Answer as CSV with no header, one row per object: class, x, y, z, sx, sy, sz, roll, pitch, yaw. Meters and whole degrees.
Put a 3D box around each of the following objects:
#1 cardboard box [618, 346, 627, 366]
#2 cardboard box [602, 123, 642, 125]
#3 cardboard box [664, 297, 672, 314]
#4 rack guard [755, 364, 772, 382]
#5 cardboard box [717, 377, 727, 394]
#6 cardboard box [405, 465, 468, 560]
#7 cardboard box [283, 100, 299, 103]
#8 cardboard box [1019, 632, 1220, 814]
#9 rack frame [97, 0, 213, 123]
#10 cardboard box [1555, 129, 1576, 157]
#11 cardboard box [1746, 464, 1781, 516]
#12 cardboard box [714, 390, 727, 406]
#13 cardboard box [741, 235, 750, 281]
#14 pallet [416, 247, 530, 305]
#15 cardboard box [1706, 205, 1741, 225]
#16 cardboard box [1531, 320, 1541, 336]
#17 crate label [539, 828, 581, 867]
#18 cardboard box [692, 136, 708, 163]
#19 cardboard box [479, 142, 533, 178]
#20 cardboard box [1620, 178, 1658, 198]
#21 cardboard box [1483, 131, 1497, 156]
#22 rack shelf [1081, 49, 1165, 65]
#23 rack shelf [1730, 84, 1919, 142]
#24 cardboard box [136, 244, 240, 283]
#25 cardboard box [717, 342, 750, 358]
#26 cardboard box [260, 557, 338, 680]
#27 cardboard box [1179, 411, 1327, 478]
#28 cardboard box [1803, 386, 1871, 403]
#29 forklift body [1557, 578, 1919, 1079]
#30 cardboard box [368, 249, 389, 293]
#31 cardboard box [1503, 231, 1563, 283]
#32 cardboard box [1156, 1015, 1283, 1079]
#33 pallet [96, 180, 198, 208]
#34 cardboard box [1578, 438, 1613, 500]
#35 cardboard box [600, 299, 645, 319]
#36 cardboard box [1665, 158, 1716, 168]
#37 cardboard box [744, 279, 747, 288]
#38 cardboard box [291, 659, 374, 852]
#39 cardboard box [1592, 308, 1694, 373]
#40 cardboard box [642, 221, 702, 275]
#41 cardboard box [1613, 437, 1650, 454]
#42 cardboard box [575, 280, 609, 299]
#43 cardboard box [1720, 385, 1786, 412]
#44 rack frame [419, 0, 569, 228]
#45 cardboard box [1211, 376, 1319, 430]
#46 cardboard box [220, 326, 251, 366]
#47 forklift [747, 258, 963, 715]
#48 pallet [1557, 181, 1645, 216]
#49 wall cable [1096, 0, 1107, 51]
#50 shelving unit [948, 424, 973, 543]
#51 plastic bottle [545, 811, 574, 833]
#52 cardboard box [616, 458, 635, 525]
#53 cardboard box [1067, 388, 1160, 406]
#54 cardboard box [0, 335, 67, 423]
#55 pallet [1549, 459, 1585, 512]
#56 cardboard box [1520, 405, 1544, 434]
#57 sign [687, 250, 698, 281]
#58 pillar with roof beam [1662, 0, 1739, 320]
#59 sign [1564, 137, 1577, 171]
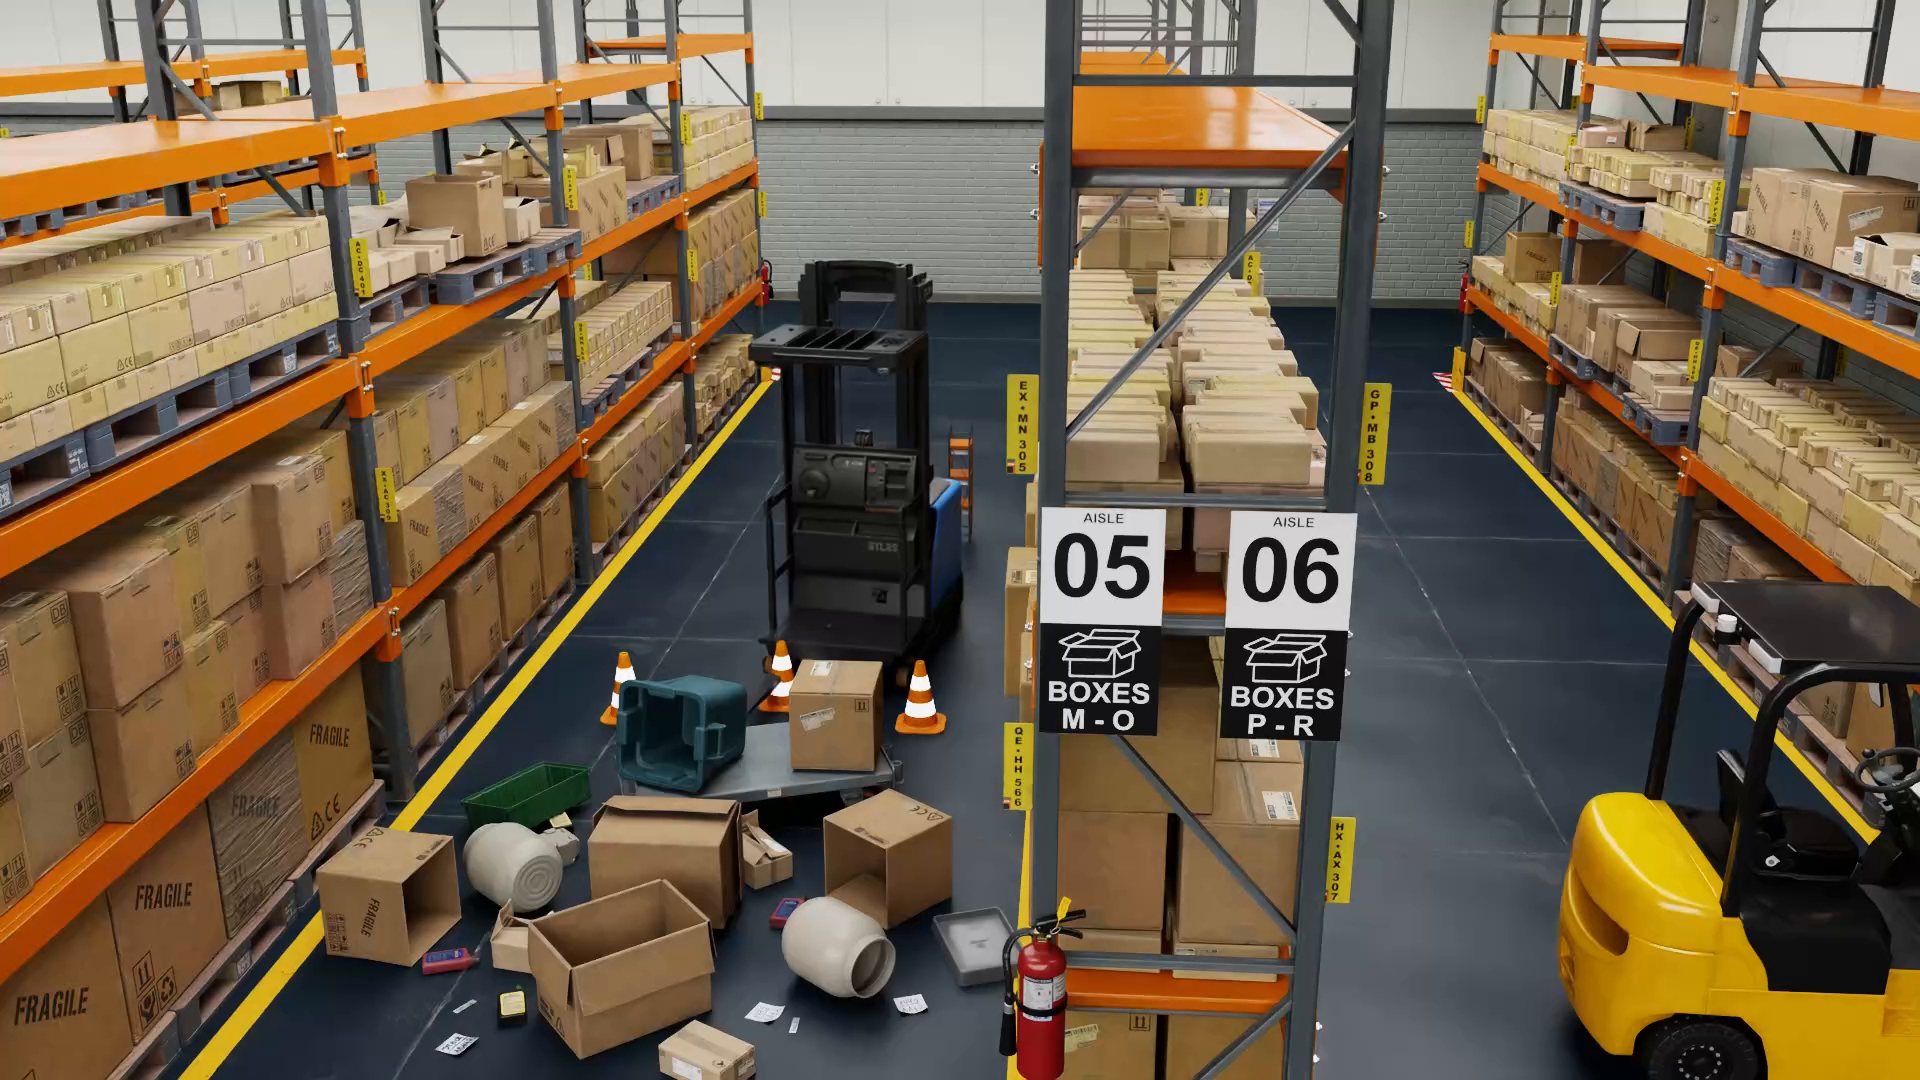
cardboard box,-3.292,-1.694,15.332,0.380,0.149,0.250,2,18,5
cardboard box,-3.598,-4.353,17.699,0.380,0.149,0.250,1,18,4
cardboard box,-3.163,-2.403,17.019,0.380,0.149,0.250,2,18,6
rack guard,-3.051,-2.341,21.591,1.175,0.500,0.348,1,18,4
cardboard box,-2.930,-1.804,19.365,0.380,0.149,0.250,1,18,3
cardboard box,-3.564,-0.187,10.842,0.500,0.500,0.500,1,18,4
cardboard box,-8.118,-4.918,19.628,0.700,0.500,0.500,0,18,0
cardboard box,0.571,0.669,6.148,0.700,0.500,0.500,1,18,3
rack frame,-8.272,-5.303,16.982,1.000,3.000,0.127,1,18,4
cardboard box,6.360,-4.016,16.833,0.500,0.250,0.500,1,18,4
cardboard box,5.931,-0.359,11.769,0.500,0.250,0.500,1,18,2
cardboard box,-2.933,-1.664,19.416,0.380,0.149,0.250,1,18,2
cardboard box,-2.863,-3.436,20.280,0.500,0.500,0.500,1,18,3
pallet,-3.689,-1.855,11.579,1.003,0.211,1.213,2,18,6
cardboard box,6.062,-2.538,12.961,0.380,0.149,0.250,2,18,5
cardboard box,6.326,-2.269,17.761,0.380,0.149,0.250,2,18,5
crate label,-2.355,1.779,9.602,0.298,0.136,0.250,-13,22,-34
cardboard box,-3.017,-4.200,17.872,0.500,0.250,0.500,1,18,4
cardboard box,-3.827,-3.195,13.977,0.396,0.266,0.258,1,18,4
cardboard box,6.061,-3.112,14.682,0.380,0.149,0.250,2,18,5
cardboard box,6.546,-4.727,19.805,0.500,0.250,0.500,1,18,3
rack shelf,1.756,-5.171,18.376,1.077,0.370,4.000,1,18,4
rack shelf,6.134,-2.577,10.459,1.077,0.370,4.000,1,18,4
cardboard box,-3.685,-1.322,7.937,0.380,0.149,0.250,1,18,4
cardboard box,-2.797,-2.350,20.552,0.380,0.149,0.250,1,18,3
cardboard box,-3.937,0.390,9.003,0.875,0.550,0.550,1,18,4
cardboard box,1.100,-0.306,6.312,0.500,0.250,0.500,1,18,3
cardboard box,6.548,-1.045,12.420,0.380,0.149,0.250,2,18,5
forklift body,4.020,1.380,7.586,2.313,2.155,1.214,1,18,4
cardboard box,-3.613,-1.616,9.927,0.258,0.266,0.396,1,18,3
cardboard box,6.442,-3.189,18.724,0.500,0.500,0.500,2,18,5
cardboard box,1.087,1.995,6.881,0.500,0.500,0.500,1,18,2
pallet,-8.288,-3.501,16.606,0.805,0.209,1.217,1,18,2
cardboard box,6.236,-0.667,15.809,0.500,0.500,0.500,1,18,2
cardboard box,-3.244,-2.222,15.988,0.380,0.149,0.250,1,18,2
cardboard box,6.515,-3.320,14.837,0.380,0.149,0.250,1,18,4
cardboard box,-2.845,-3.171,20.512,0.380,0.149,0.250,1,18,3
cardboard box,-4.020,1.179,9.573,0.875,0.875,0.875,2,18,5
cardboard box,6.213,-1.818,15.147,0.700,0.500,0.500,1,18,4
cardboard box,-3.056,-3.109,17.676,0.500,0.500,0.500,2,18,5
cardboard box,6.251,-0.844,15.307,0.380,0.149,0.250,1,18,4
cardboard box,-3.819,-2.561,17.021,0.380,0.149,0.250,2,18,7
cardboard box,5.943,-1.059,12.463,0.380,0.149,0.250,2,18,5
rack frame,-3.619,-3.918,12.757,1.000,3.000,0.127,1,18,4
cardboard box,1.155,-0.526,6.343,0.380,0.149,0.250,1,18,4
cardboard box,-3.685,-0.943,8.061,0.380,0.149,0.250,2,18,5
forklift,-0.819,-0.450,11.915,1.130,2.935,3.031,4,19,13
pallet,6.447,-3.256,15.855,1.213,0.211,1.003,1,18,4
wall cable,2.026,-8.097,25.509,0.463,3.000,0.029,1,18,4
shelving unit,0.004,-0.516,15.137,0.215,1.050,0.252,1,18,4
plastic bottle,-2.420,1.691,9.992,0.133,0.061,0.283,-9,20,-25
cardboard box,-3.281,-0.449,15.144,0.500,0.500,0.500,1,18,5
cardboard box,0.539,-0.459,6.140,0.380,0.149,0.250,1,18,3
cardboard box,-3.866,-0.627,6.458,0.500,0.250,0.500,1,18,3
pallet,6.543,-0.542,16.567,1.003,0.211,1.213,1,18,4
cardboard box,6.336,-1.312,18.153,0.396,0.266,0.258,2,18,6
sign,-2.778,-2.849,17.267,0.100,0.325,0.005,1,18,4
pillar with roof beam,3.219,-5.264,16.864,9.100,9.000,0.400,1,18,4
sign,6.022,-3.802,16.388,0.100,0.325,0.005,1,18,4
